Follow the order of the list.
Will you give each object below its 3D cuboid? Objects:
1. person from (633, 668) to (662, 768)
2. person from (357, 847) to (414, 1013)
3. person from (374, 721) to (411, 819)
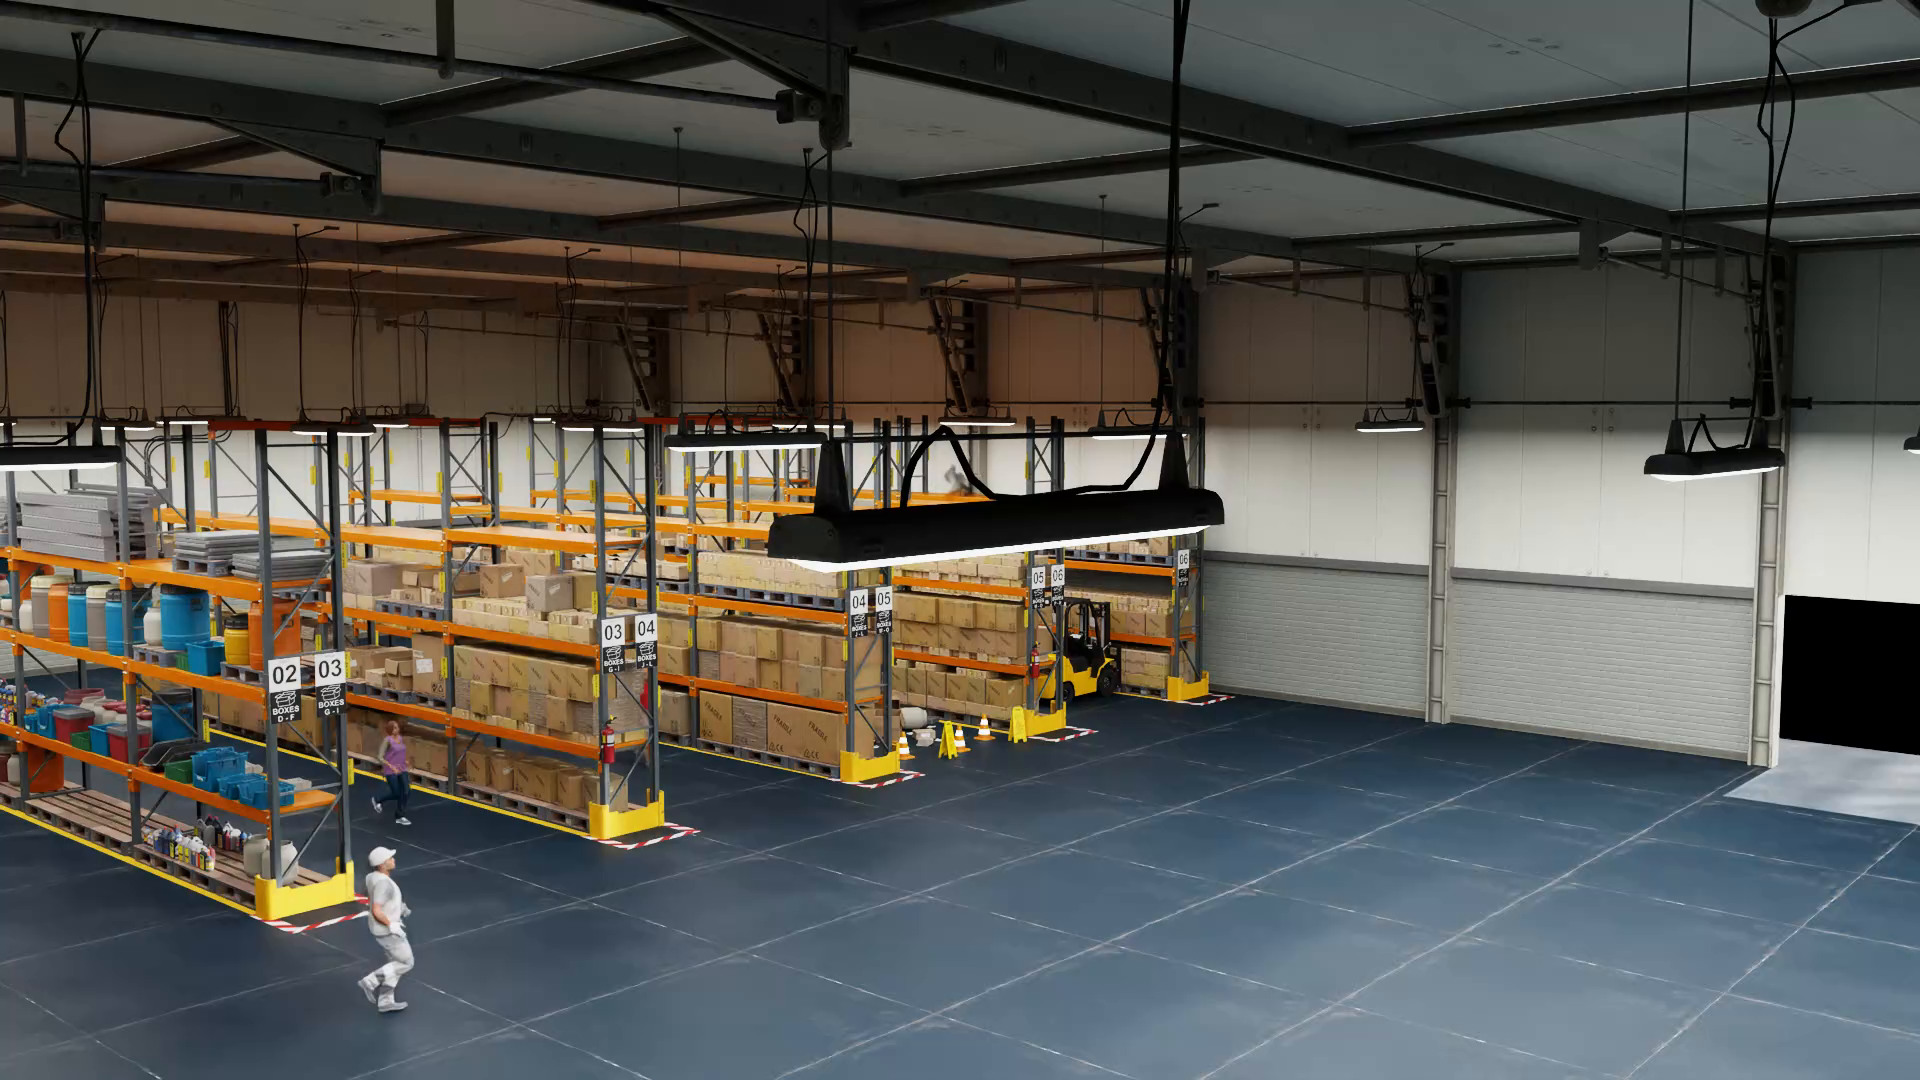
[{"bbox_3d":[-5.512,3.078,28.967,0.751,1.719,0.671,3,6,33],"label":"person"},{"bbox_3d":[-5.962,4.033,17.227,0.600,1.737,0.658,-3,5,-30],"label":"person"},{"bbox_3d":[-8.517,3.444,24.962,0.580,1.487,0.546,2,5,22],"label":"person"}]
